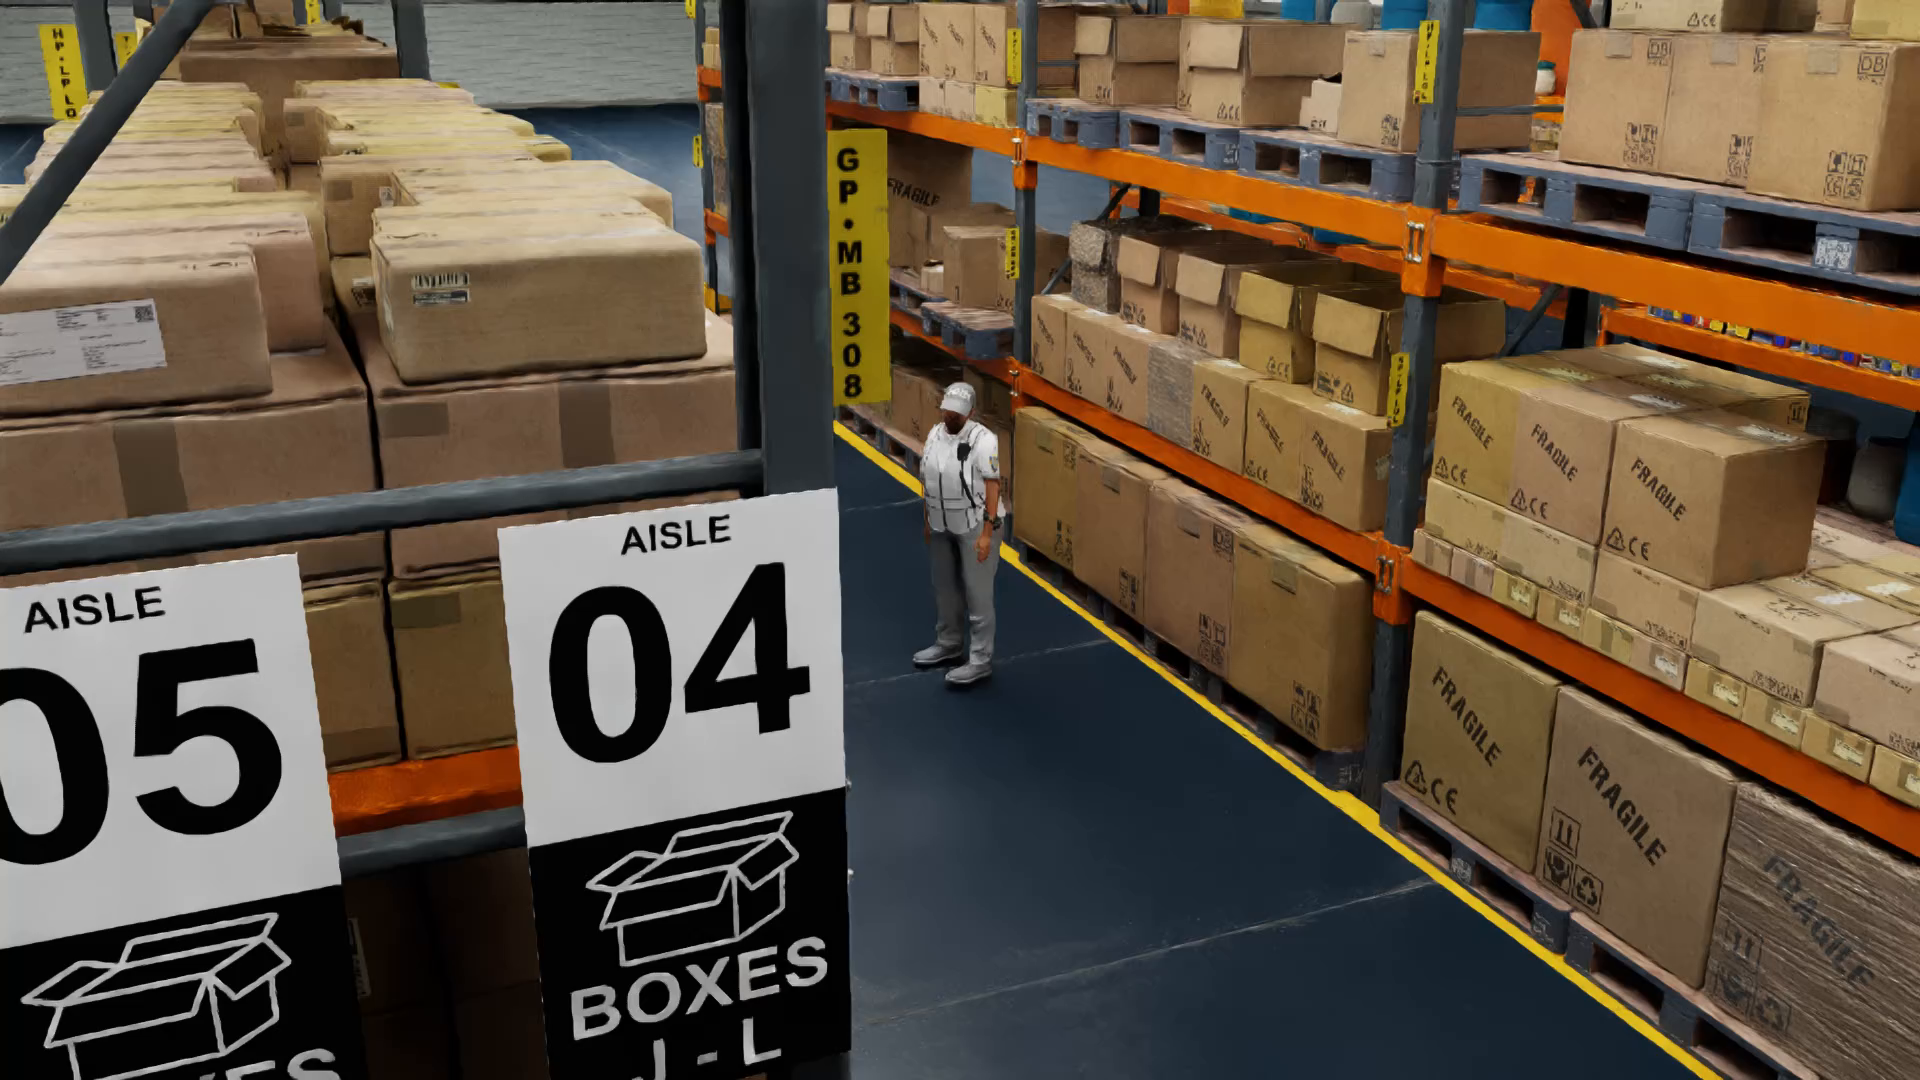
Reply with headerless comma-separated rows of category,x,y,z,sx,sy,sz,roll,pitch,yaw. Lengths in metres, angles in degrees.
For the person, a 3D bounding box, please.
person,-0.028,-0.056,9.151,0.546,1.673,0.462,14,24,36
